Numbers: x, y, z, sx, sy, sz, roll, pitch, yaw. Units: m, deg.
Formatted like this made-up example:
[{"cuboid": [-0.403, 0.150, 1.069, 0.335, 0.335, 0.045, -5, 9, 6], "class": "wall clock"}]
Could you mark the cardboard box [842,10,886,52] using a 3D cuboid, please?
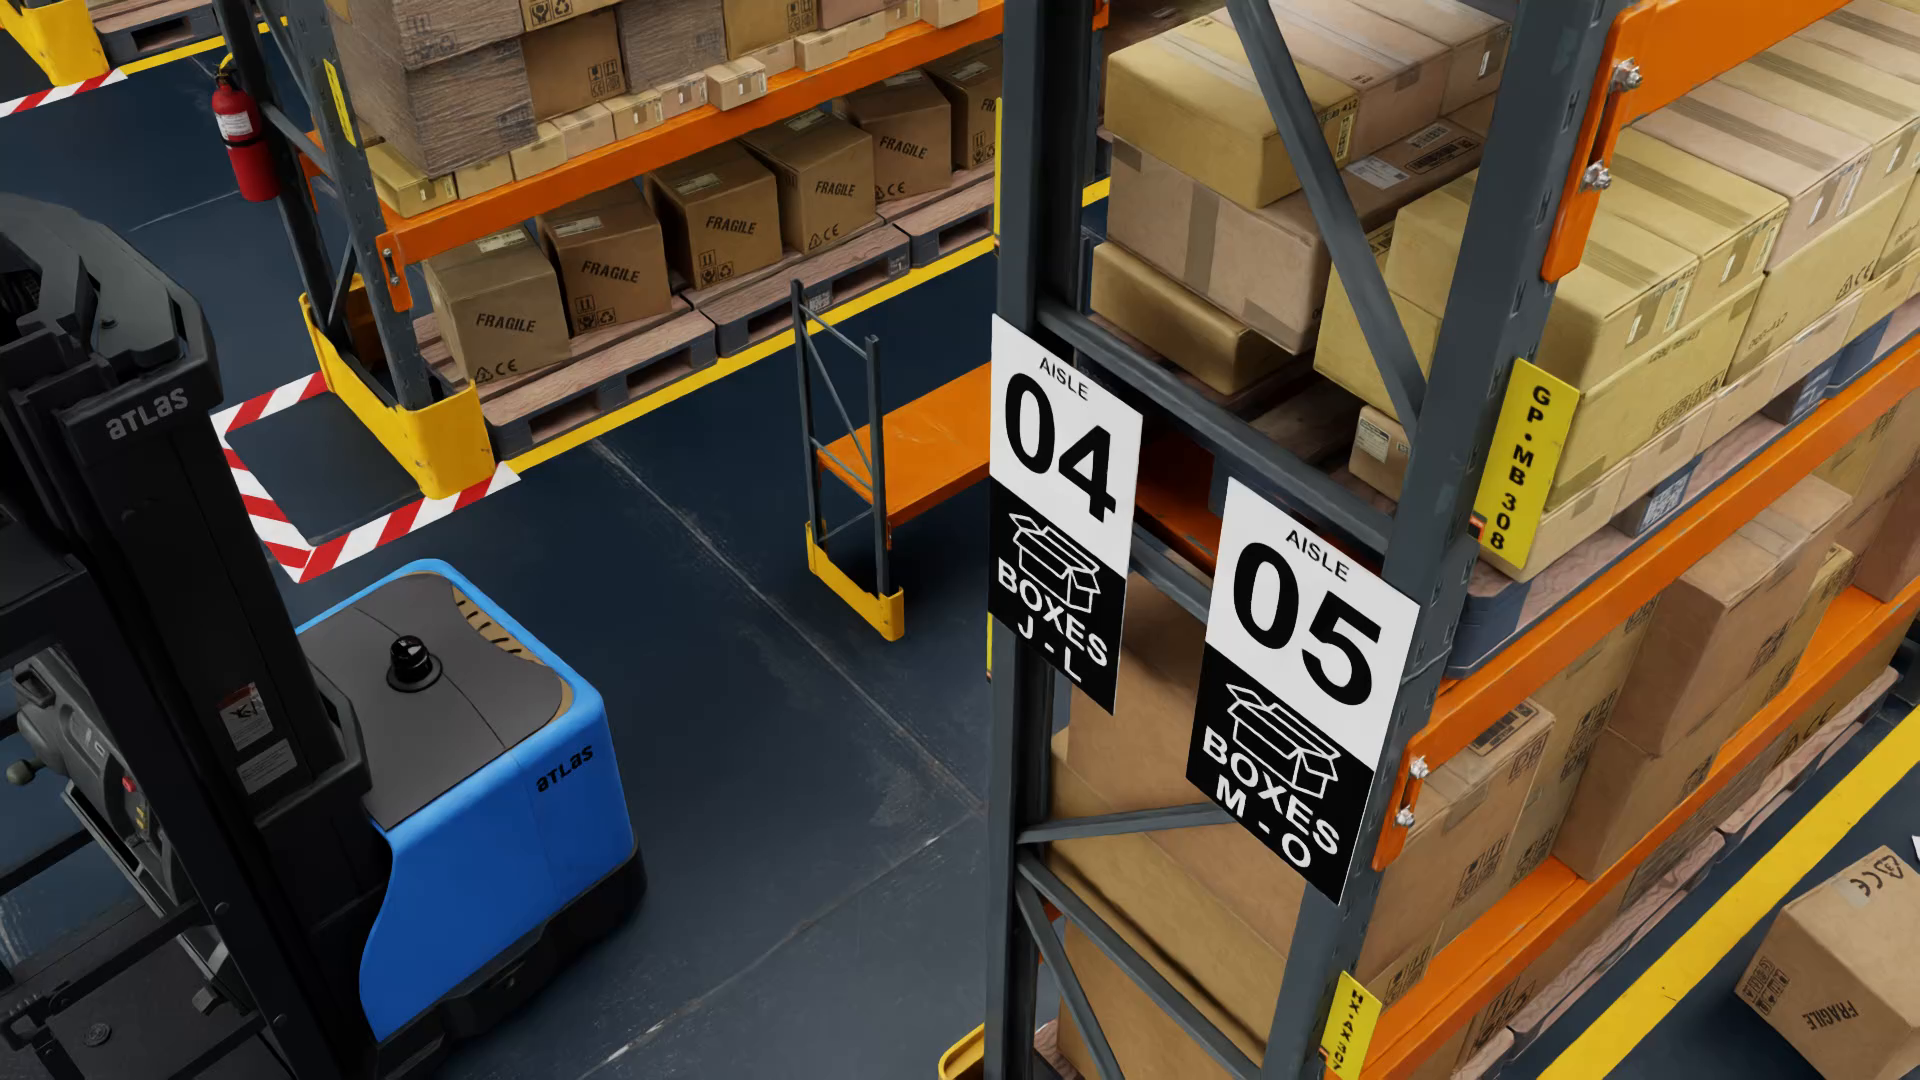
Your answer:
[{"cuboid": [-0.569, -2.498, 7.956, 0.250, 0.149, 0.380, -30, 51, -28], "class": "cardboard box"}]

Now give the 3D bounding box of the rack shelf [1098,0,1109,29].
[{"cuboid": [1.932, -3.978, 9.874, 4.000, 0.370, 1.077, -30, 51, -28], "class": "rack shelf"}]

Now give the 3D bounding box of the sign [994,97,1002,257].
[{"cuboid": [0.097, -0.634, 3.008, 0.005, 0.325, 0.100, -30, 51, -28], "class": "sign"}]

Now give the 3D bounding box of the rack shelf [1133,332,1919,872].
[{"cuboid": [1.969, -0.665, 4.155, 4.000, 0.370, 1.077, -30, 51, -28], "class": "rack shelf"}]

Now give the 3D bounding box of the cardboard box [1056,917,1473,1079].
[{"cuboid": [0.913, 1.333, 4.938, 0.875, 0.875, 0.875, -29, 51, -28], "class": "cardboard box"}]

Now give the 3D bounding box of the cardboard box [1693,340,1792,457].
[{"cuboid": [1.291, -0.351, 3.099, 0.250, 0.149, 0.380, -30, 51, -28], "class": "cardboard box"}]

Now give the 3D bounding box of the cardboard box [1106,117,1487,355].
[{"cuboid": [0.631, -0.654, 3.131, 0.500, 0.250, 0.500, -29, 50, -27], "class": "cardboard box"}]

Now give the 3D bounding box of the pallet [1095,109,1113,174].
[{"cuboid": [0.994, -2.688, 10.012, 1.213, 0.211, 1.003, -30, 51, -28], "class": "pallet"}]

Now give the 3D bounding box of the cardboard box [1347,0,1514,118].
[{"cuboid": [0.865, -0.985, 3.192, 0.250, 0.149, 0.380, -29, 50, -27], "class": "cardboard box"}]

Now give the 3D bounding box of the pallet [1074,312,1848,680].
[{"cuboid": [0.997, -0.348, 3.357, 1.213, 0.211, 1.003, -30, 51, -28], "class": "pallet"}]

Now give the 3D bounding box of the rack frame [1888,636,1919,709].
[{"cuboid": [3.503, -0.713, 5.871, 0.127, 3.000, 1.000, -30, 51, -28], "class": "rack frame"}]

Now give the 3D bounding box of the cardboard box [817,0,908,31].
[{"cuboid": [-0.712, -2.868, 7.876, 0.500, 0.500, 0.875, -30, 51, -28], "class": "cardboard box"}]

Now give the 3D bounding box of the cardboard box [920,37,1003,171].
[{"cuboid": [0.066, -2.449, 9.239, 0.500, 0.500, 0.500, -31, 52, -29], "class": "cardboard box"}]

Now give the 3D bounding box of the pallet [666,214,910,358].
[{"cuboid": [-1.031, -1.493, 8.739, 1.213, 0.211, 1.003, -30, 51, -28], "class": "pallet"}]

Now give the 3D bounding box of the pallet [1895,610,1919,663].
[{"cuboid": [4.047, -0.075, 7.229, 1.213, 0.211, 1.003, -30, 51, -28], "class": "pallet"}]

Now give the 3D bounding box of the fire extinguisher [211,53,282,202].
[{"cuboid": [-3.053, -1.768, 7.052, 0.183, 0.674, 0.296, -30, 51, -28], "class": "fire extinguisher"}]

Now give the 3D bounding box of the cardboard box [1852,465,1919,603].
[{"cuboid": [2.820, -0.346, 5.371, 0.550, 0.550, 0.875, -30, 51, -28], "class": "cardboard box"}]

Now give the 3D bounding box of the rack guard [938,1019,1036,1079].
[{"cuboid": [0.416, 1.966, 4.845, 0.348, 0.500, 1.175, -30, 51, -28], "class": "rack guard"}]

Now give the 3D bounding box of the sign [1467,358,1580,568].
[{"cuboid": [0.786, -0.103, 2.334, 0.005, 0.325, 0.100, -30, 51, -28], "class": "sign"}]

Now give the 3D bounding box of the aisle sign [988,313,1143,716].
[{"cuboid": [0.188, -0.030, 3.245, 0.004, 0.787, 0.394, -30, 51, -28], "class": "aisle sign"}]

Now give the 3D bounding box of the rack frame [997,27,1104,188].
[{"cuboid": [0.398, -3.362, 8.692, 0.127, 3.000, 1.000, -30, 51, -28], "class": "rack frame"}]

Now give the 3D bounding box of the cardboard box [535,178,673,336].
[{"cuboid": [-1.744, -1.393, 8.115, 0.500, 0.500, 0.500, -17, 46, -18], "class": "cardboard box"}]

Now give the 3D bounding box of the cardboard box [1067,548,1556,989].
[{"cuboid": [0.744, 0.453, 3.732, 0.550, 0.550, 0.875, -30, 51, -28], "class": "cardboard box"}]

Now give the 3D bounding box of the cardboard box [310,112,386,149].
[{"cuboid": [-2.584, -1.747, 7.156, 0.250, 0.149, 0.380, -30, 51, -28], "class": "cardboard box"}]

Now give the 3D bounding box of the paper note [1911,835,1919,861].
[{"cuboid": [3.568, 1.140, 6.067, 0.147, 0.020, 0.142, 7, 44, 7], "class": "paper note"}]

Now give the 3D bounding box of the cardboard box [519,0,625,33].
[{"cuboid": [-1.685, -2.429, 6.678, 0.500, 0.500, 0.500, -30, 51, -28], "class": "cardboard box"}]

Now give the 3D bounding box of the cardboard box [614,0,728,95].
[{"cuboid": [-1.513, -2.456, 7.438, 0.500, 0.500, 0.875, -30, 51, -28], "class": "cardboard box"}]

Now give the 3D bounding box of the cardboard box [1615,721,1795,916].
[{"cuboid": [2.287, 0.546, 5.776, 0.875, 0.875, 0.875, -29, 51, -28], "class": "cardboard box"}]

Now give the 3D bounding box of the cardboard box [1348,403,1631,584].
[{"cuboid": [0.904, -0.129, 2.863, 0.250, 0.149, 0.380, -29, 51, -28], "class": "cardboard box"}]

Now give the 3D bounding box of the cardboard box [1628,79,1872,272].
[{"cuboid": [1.284, -0.639, 2.824, 0.250, 0.149, 0.380, -30, 51, -28], "class": "cardboard box"}]

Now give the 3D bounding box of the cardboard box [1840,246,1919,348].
[{"cuboid": [1.678, -0.573, 3.335, 0.250, 0.149, 0.380, -30, 51, -28], "class": "cardboard box"}]

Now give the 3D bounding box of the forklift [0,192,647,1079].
[{"cuboid": [-2.493, 0.707, 4.410, 1.130, 2.935, 3.031, 33, 52, 30], "class": "forklift"}]

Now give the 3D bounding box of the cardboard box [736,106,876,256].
[{"cuboid": [-0.795, -1.879, 8.633, 0.500, 0.500, 0.500, 34, 53, 31], "class": "cardboard box"}]

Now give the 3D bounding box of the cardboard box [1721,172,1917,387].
[{"cuboid": [1.358, -0.593, 3.066, 0.500, 0.250, 0.500, -30, 51, -28], "class": "cardboard box"}]

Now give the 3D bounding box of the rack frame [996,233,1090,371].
[{"cuboid": [0.324, -0.733, 6.988, 0.032, 1.500, 0.500, -30, 51, -28], "class": "rack frame"}]

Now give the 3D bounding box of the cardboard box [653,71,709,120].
[{"cuboid": [-1.344, -2.066, 7.496, 0.250, 0.149, 0.380, -30, 51, -28], "class": "cardboard box"}]

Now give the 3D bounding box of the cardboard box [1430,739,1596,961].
[{"cuboid": [1.098, 0.550, 4.418, 0.550, 0.550, 0.875, -30, 51, -28], "class": "cardboard box"}]

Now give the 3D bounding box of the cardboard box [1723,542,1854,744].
[{"cuboid": [1.988, 0.115, 4.880, 0.500, 0.550, 0.875, -30, 51, -28], "class": "cardboard box"}]

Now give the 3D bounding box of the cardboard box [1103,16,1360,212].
[{"cuboid": [0.475, -0.764, 2.956, 0.250, 0.149, 0.380, -29, 51, -28], "class": "cardboard box"}]

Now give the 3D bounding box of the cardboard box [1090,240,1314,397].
[{"cuboid": [0.472, -0.471, 3.227, 0.250, 0.149, 0.380, -30, 51, -28], "class": "cardboard box"}]

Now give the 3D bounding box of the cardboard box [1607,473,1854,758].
[{"cuboid": [1.624, -0.011, 4.226, 0.550, 0.550, 0.875, -30, 51, -28], "class": "cardboard box"}]

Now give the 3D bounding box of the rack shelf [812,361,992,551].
[{"cuboid": [-0.065, -0.378, 6.873, 1.000, 0.185, 0.538, -30, 51, -28], "class": "rack shelf"}]

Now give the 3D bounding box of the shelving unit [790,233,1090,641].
[{"cuboid": [-0.058, -0.513, 6.755, 1.083, 1.500, 0.587, -30, 51, -28], "class": "shelving unit"}]

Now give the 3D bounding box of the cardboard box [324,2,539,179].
[{"cuboid": [-2.230, -1.977, 6.927, 0.500, 0.500, 0.875, -30, 51, -28], "class": "cardboard box"}]

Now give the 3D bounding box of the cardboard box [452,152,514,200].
[{"cuboid": [-2.094, -1.613, 7.013, 0.250, 0.149, 0.380, -30, 51, -28], "class": "cardboard box"}]

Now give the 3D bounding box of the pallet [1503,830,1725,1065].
[{"cuboid": [1.933, 1.135, 5.941, 1.213, 0.211, 1.003, -30, 51, -28], "class": "pallet"}]

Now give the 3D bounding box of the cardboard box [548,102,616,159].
[{"cuboid": [-1.714, -1.836, 7.250, 0.250, 0.149, 0.380, -30, 51, -28], "class": "cardboard box"}]

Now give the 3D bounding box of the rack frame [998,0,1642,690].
[{"cuboid": [0.435, -1.143, 1.947, 0.127, 3.000, 1.000, -30, 51, -28], "class": "rack frame"}]

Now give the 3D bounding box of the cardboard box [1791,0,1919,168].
[{"cuboid": [1.675, -0.863, 3.062, 0.250, 0.149, 0.380, -31, 51, -29], "class": "cardboard box"}]

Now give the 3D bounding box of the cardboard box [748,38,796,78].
[{"cuboid": [-0.979, -2.301, 7.746, 0.250, 0.149, 0.380, -30, 51, -28], "class": "cardboard box"}]

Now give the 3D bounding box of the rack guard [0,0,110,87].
[{"cuboid": [-5.820, -3.353, 10.508, 0.348, 0.500, 1.175, -30, 51, -28], "class": "rack guard"}]

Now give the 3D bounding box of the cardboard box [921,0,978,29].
[{"cuboid": [-0.126, -2.670, 8.139, 0.250, 0.149, 0.380, -30, 51, -28], "class": "cardboard box"}]

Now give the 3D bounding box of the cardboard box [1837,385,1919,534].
[{"cuboid": [2.348, -0.549, 4.799, 0.550, 0.550, 0.875, -30, 51, -28], "class": "cardboard box"}]

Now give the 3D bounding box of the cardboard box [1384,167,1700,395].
[{"cuboid": [0.895, -0.417, 2.587, 0.250, 0.149, 0.380, -29, 50, -27], "class": "cardboard box"}]

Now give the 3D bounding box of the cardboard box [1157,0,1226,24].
[{"cuboid": [1.261, -3.069, 9.885, 0.500, 0.500, 0.700, -30, 51, -28], "class": "cardboard box"}]
